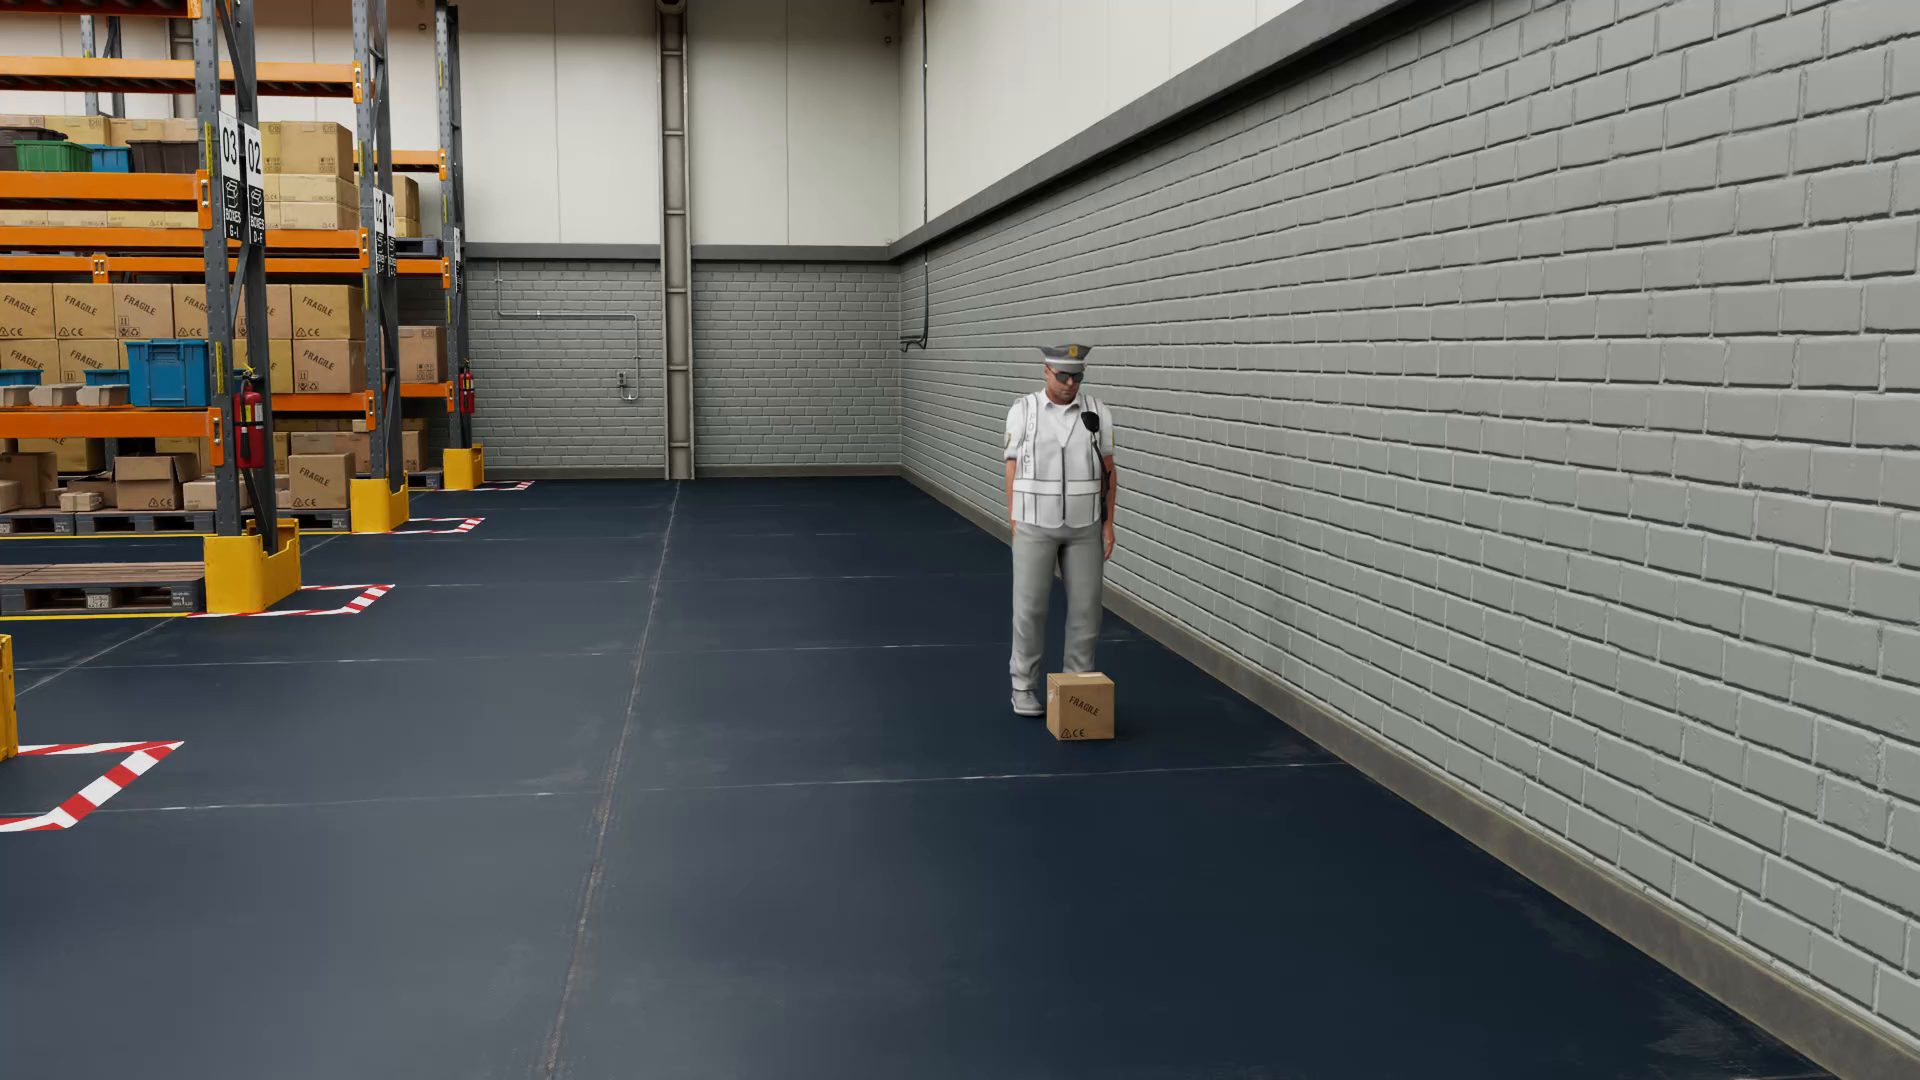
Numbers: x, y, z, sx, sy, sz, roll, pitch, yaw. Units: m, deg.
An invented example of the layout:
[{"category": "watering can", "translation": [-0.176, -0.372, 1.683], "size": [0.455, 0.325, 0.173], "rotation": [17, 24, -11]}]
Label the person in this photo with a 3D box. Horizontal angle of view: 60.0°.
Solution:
[{"category": "person", "translation": [0.476, -0.059, 7.782], "size": [0.530, 1.740, 0.391], "rotation": [-1, 6, -8]}]
